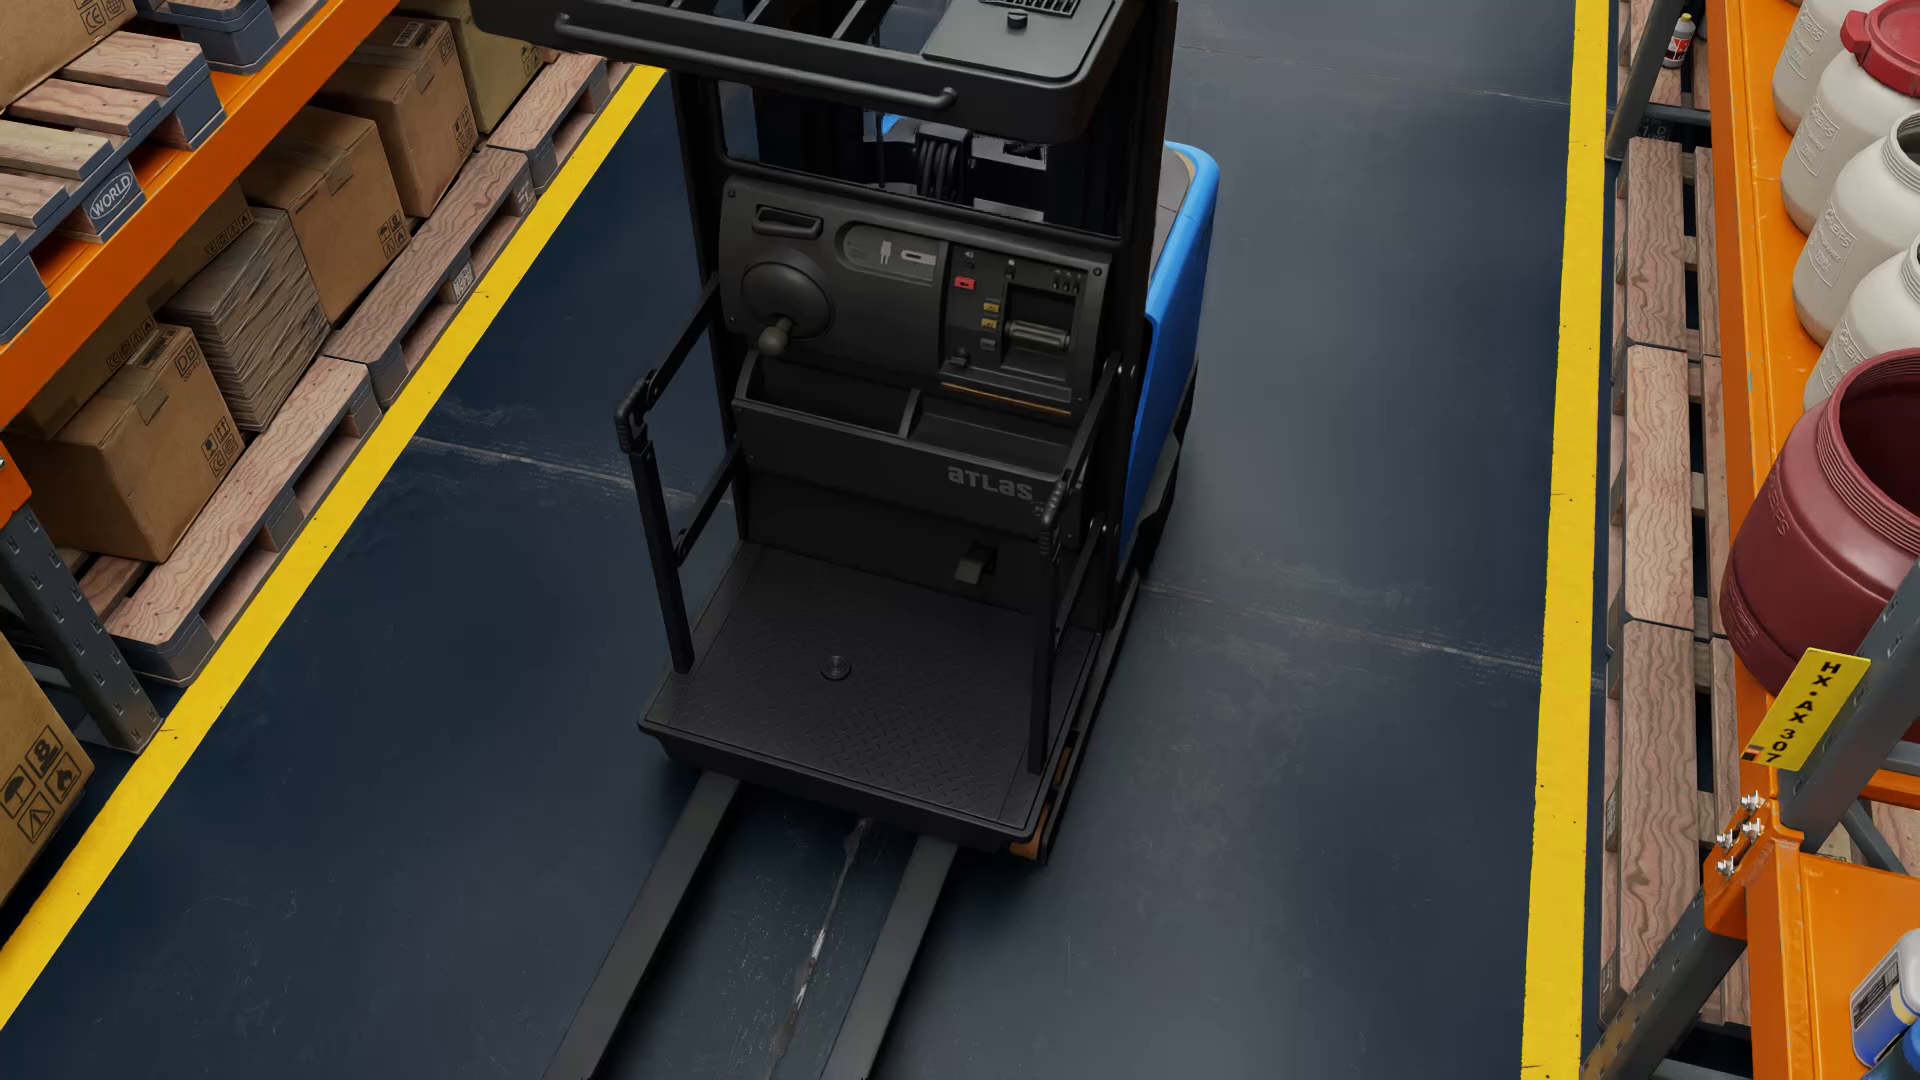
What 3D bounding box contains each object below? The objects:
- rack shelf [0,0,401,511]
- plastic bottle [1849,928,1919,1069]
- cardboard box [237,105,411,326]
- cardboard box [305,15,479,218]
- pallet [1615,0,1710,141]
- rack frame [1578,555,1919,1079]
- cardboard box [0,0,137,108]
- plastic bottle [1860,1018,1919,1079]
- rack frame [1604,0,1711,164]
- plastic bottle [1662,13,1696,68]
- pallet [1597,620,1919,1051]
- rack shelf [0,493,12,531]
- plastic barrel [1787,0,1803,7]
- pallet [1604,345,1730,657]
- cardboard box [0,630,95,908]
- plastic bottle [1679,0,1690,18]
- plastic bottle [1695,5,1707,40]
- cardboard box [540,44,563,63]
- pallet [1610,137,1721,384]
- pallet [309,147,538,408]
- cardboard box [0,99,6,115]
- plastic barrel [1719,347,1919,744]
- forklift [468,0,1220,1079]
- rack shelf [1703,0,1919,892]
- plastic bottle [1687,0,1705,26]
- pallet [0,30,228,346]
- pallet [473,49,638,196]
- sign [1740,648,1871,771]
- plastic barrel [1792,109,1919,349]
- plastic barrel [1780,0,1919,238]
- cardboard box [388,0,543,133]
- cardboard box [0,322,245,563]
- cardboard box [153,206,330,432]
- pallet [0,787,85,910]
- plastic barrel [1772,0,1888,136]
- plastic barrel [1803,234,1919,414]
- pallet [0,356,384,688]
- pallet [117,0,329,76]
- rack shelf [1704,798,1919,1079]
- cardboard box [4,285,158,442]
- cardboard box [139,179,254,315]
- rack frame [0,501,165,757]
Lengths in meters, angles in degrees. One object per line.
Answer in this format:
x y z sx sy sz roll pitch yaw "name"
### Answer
-2.261 -1.731 5.257 1.077 0.370 4.000 12 50 10 "rack shelf"
1.566 0.745 2.674 0.152 0.276 0.135 12 50 10 "plastic bottle"
-2.354 -1.145 5.633 0.700 0.500 0.500 15 50 13 "cardboard box"
-2.207 -1.548 5.990 0.700 0.500 0.500 8 49 7 "cardboard box"
3.261 -1.993 6.868 1.003 0.211 1.213 12 50 10 "pallet"
1.991 0.455 2.848 1.000 3.000 0.127 12 50 10 "rack frame"
-2.633 -1.516 4.241 0.700 0.500 0.500 18 51 16 "cardboard box"
1.509 0.825 2.607 0.097 0.271 0.097 0 49 0 "plastic bottle"
3.044 -2.438 5.401 1.000 3.000 0.127 12 50 10 "rack frame"
2.839 -1.982 6.571 0.097 0.201 0.097 0 49 0 "plastic bottle"
2.233 0.825 4.381 1.003 0.211 1.213 12 50 10 "pallet"
-3.313 1.162 2.703 1.077 0.370 4.000 12 50 10 "rack shelf"
2.581 -1.835 4.778 0.433 0.535 0.433 0 49 0 "plastic barrel"
2.556 -0.055 5.157 1.003 0.211 1.213 12 50 10 "pallet"
-2.989 0.537 3.913 1.225 0.875 0.875 9 49 8 "cardboard box"
2.853 -2.098 6.619 0.061 0.283 0.133 14 50 12 "plastic bottle"
3.075 -2.202 6.666 0.144 0.351 0.185 12 50 10 "plastic bottle"
-1.917 -2.294 6.648 0.700 0.500 0.500 8 49 7 "cardboard box"
2.875 -0.940 5.939 1.003 0.211 1.213 12 50 10 "pallet"
-2.257 -1.044 6.031 1.003 0.211 1.213 12 50 10 "pallet"
-2.683 -1.093 3.867 0.500 0.500 0.500 6 49 5 "cardboard box"
1.821 0.015 3.146 0.600 0.536 0.708 12 50 10 "plastic barrel"
-0.187 -0.461 3.702 1.130 2.935 3.031 14 50 12 "forklift"
2.518 -0.754 4.394 1.077 0.370 4.000 12 50 10 "rack shelf"
2.936 -2.230 6.691 0.144 0.351 0.185 10 49 9 "plastic bottle"
-2.702 -0.995 4.256 1.213 0.211 1.003 12 50 10 "pallet"
-1.938 -1.930 6.812 1.003 0.211 1.213 12 50 10 "pallet"
1.459 0.297 2.878 0.100 0.325 0.005 12 50 10 "sign"
2.167 -0.673 3.769 0.421 0.512 0.421 0 49 0 "plastic barrel"
2.274 -0.991 4.033 0.433 0.535 0.433 0 49 0 "plastic barrel"
-2.060 -1.953 6.347 0.700 0.500 0.500 11 50 10 "cardboard box"
-2.630 -0.329 4.914 0.700 0.500 0.500 9 49 8 "cardboard box"
-2.496 -0.733 5.270 0.700 0.500 0.500 8 49 7 "cardboard box"
-3.067 0.956 4.266 1.003 0.211 1.213 12 50 10 "pallet"
2.388 -1.304 4.309 0.433 0.535 0.433 0 49 0 "plastic barrel"
2.056 -0.368 3.500 0.421 0.512 0.421 0 49 0 "plastic barrel"
-2.580 -0.165 5.255 1.003 0.211 1.213 12 50 10 "pallet"
-2.305 -1.899 5.053 1.003 0.211 1.213 12 50 10 "pallet"
1.465 2.140 1.841 1.077 0.370 4.000 12 50 10 "rack shelf"
-2.640 -0.580 4.634 0.500 0.250 0.500 13 50 12 "cardboard box"
-2.510 -0.965 4.975 0.500 0.250 0.500 17 51 14 "cardboard box"
-2.787 -0.522 3.710 1.000 3.000 0.127 12 50 10 "rack frame"
